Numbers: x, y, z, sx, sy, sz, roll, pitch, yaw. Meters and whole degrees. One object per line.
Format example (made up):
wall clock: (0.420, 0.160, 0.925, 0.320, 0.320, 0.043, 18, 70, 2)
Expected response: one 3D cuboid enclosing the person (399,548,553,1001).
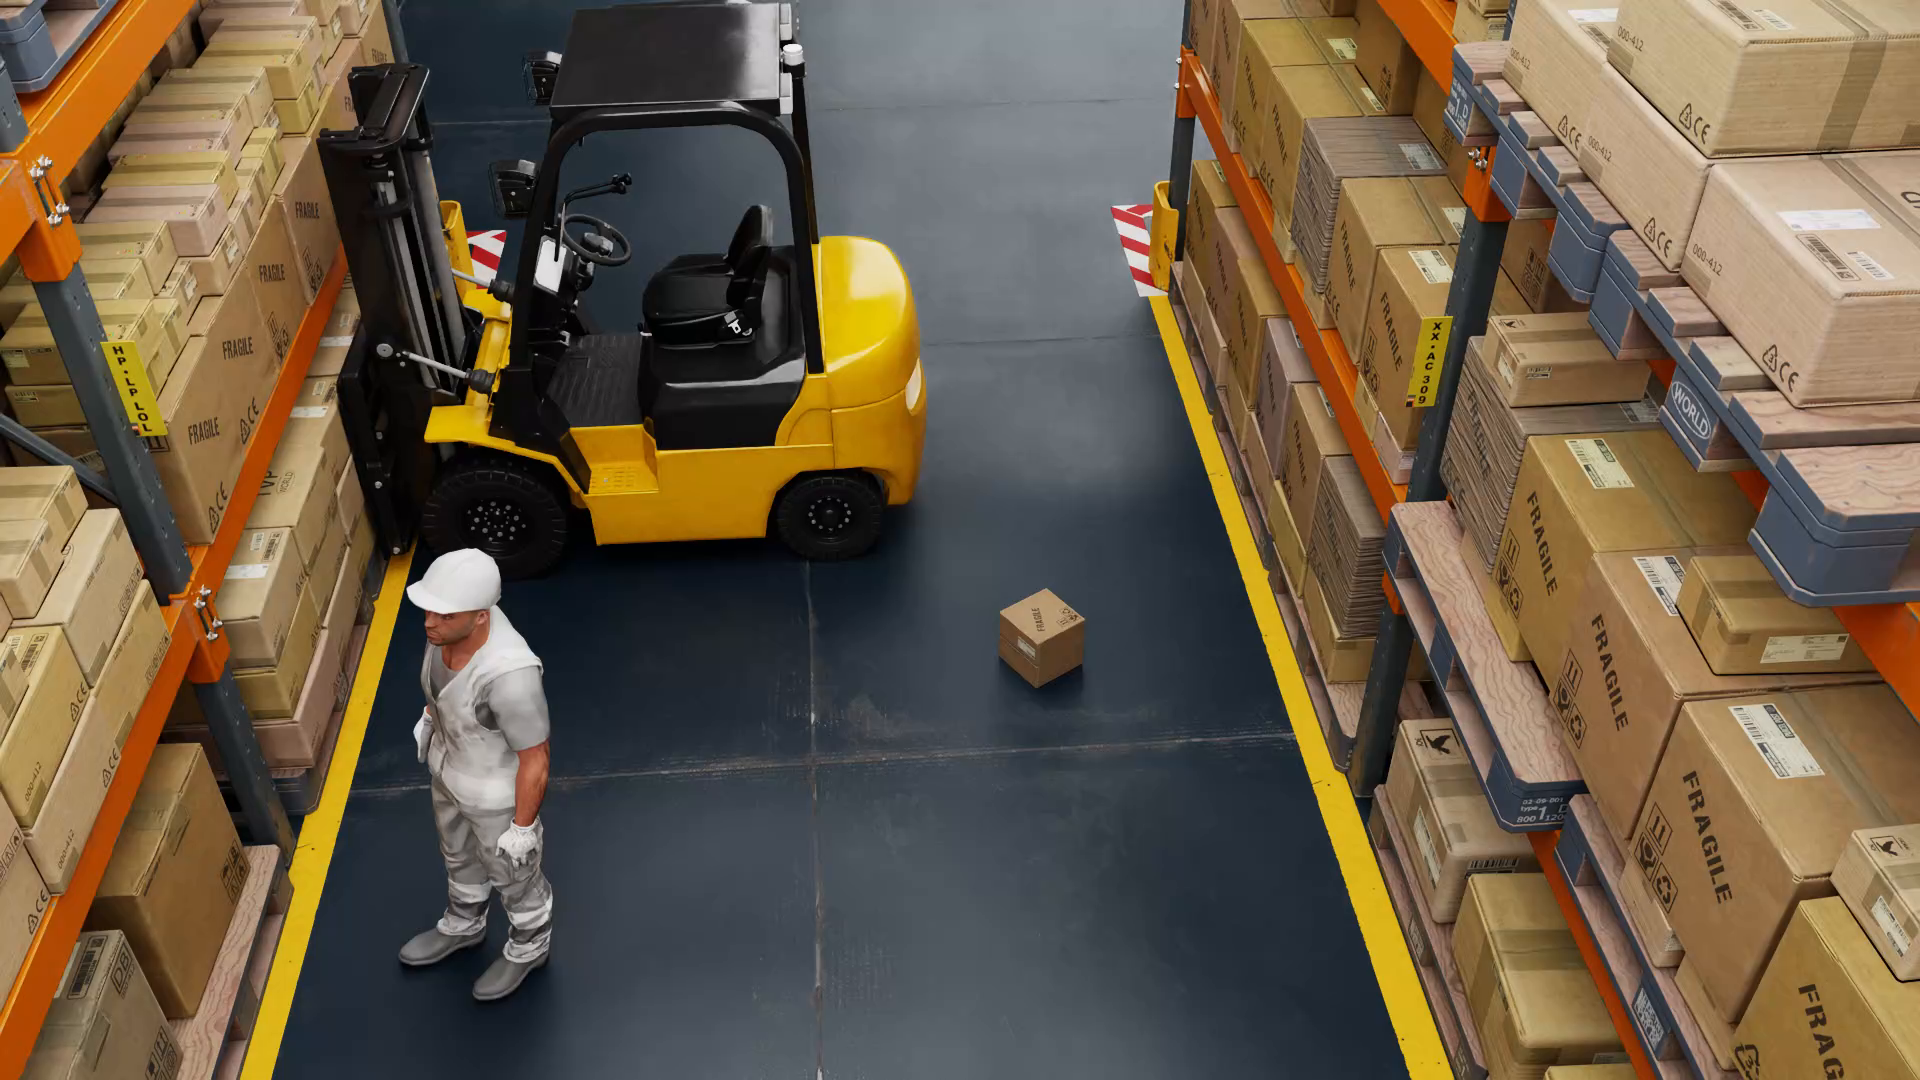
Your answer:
person: (-1.543, 0.771, 5.159, 0.564, 1.789, 0.637, -29, 47, -31)
